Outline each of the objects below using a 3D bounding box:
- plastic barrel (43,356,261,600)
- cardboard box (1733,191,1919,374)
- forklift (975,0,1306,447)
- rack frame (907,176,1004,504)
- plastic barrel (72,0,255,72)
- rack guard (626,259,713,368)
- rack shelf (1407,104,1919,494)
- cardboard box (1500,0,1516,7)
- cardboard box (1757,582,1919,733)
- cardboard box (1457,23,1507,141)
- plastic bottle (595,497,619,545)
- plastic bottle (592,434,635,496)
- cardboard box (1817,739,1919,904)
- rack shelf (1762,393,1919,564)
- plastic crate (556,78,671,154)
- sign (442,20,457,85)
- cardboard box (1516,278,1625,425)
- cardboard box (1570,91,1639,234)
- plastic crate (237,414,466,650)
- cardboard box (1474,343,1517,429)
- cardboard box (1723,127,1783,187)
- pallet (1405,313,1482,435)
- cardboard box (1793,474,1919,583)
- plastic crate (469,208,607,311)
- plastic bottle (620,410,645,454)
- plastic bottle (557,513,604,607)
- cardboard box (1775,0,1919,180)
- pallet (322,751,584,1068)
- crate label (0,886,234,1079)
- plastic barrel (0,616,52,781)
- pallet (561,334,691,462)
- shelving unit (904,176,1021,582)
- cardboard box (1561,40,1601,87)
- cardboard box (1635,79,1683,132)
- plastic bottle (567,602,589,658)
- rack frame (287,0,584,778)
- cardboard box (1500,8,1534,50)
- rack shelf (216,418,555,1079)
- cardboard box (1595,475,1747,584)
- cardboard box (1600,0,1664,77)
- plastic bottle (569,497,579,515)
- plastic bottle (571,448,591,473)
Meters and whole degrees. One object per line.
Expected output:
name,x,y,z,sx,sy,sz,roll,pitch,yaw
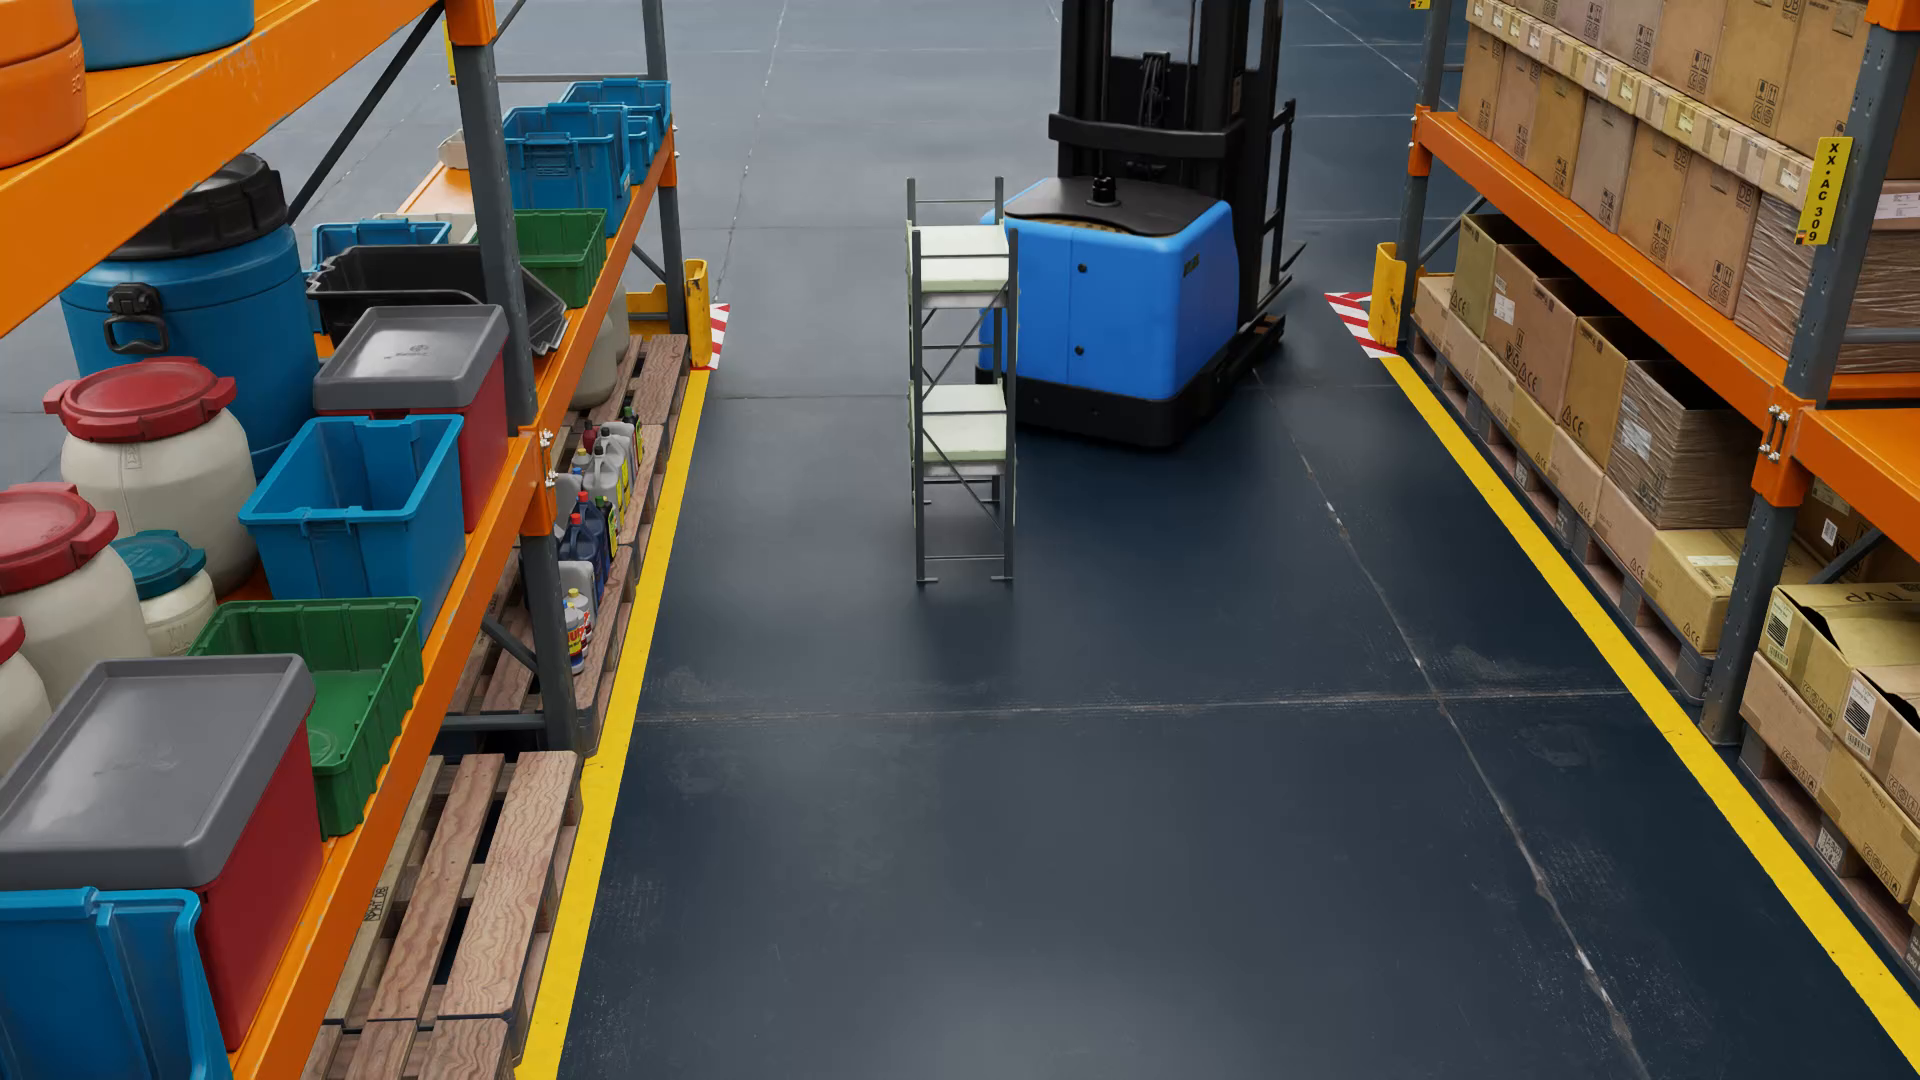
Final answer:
plastic barrel,-1.972,-0.135,4.119,0.433,0.535,0.433,0,28,0
cardboard box,3.114,-0.889,5.603,0.700,0.500,0.500,-2,28,-4
forklift,1.178,-2.396,8.674,1.130,2.935,3.031,13,30,23
rack frame,-0.019,-0.837,7.233,0.400,1.500,0.023,-1,28,-3
plastic barrel,-1.492,-1.241,2.599,0.600,0.901,0.708,-1,28,-3
rack guard,-1.961,-1.227,9.062,1.175,0.500,0.348,-1,28,-3
rack shelf,3.039,-1.245,7.171,1.077,0.370,4.000,-1,28,-3
cardboard box,2.949,-2.866,7.991,0.700,0.500,0.500,-1,28,-2
cardboard box,2.916,0.341,5.265,0.500,0.311,0.500,-1,28,-2
cardboard box,2.946,-2.316,8.338,0.700,0.500,0.500,-1,28,-3
plastic bottle,-1.432,-0.078,6.705,0.097,0.201,0.097,0,28,0
plastic bottle,-1.485,-0.338,7.124,0.152,0.276,0.135,-2,28,-4
cardboard box,2.943,0.821,4.951,0.500,0.250,0.500,-1,28,-1
rack shelf,3.248,0.603,3.629,1.077,0.370,4.000,-1,28,-3
plastic crate,-1.687,-2.079,8.154,0.499,0.251,0.616,-1,28,-3
sign,-2.562,-2.481,8.463,0.100,0.325,0.005,-1,28,-3
cardboard box,2.816,-0.841,7.327,0.500,0.500,0.500,-1,28,-3
cardboard box,3.030,-1.601,6.967,0.700,0.500,0.500,-1,28,-1
plastic crate,-1.435,-0.013,4.049,0.392,0.384,0.575,-1,28,-3
cardboard box,2.796,-0.739,7.943,0.500,0.250,0.500,-1,28,-3
cardboard box,2.888,-1.327,5.742,0.380,0.149,0.250,-2,28,-4
pallet,3.016,-0.899,8.745,1.003,0.211,1.213,-1,28,-3
cardboard box,3.432,-0.161,6.024,0.500,0.500,0.500,-1,28,-3
plastic crate,-1.592,-1.062,6.271,0.450,0.188,0.662,-1,28,-3
plastic bottle,-1.478,-0.486,7.489,0.097,0.201,0.097,0,28,0
plastic bottle,-1.431,0.075,6.252,0.144,0.351,0.185,-1,28,-1
cardboard box,3.114,-1.464,5.303,0.700,0.500,0.500,-1,28,-2
pallet,-1.723,1.076,4.959,1.003,0.211,1.213,-1,28,-3
crate label,-1.376,0.844,2.350,0.502,0.435,0.616,-1,28,-3
plastic barrel,-1.911,0.403,3.086,0.433,0.535,0.433,0,28,0
pallet,-1.924,-0.724,8.409,1.003,0.211,1.213,-1,28,-3
shelving unit,0.000,-0.668,6.909,0.431,1.500,0.755,-1,28,-3
cardboard box,2.809,-2.038,7.104,0.380,0.149,0.250,-2,28,-3
cardboard box,2.851,-1.679,6.415,0.380,0.149,0.250,-1,28,-1
plastic bottle,-1.387,0.319,5.945,0.097,0.201,0.097,0,28,0
rack frame,-1.803,-0.522,5.007,1.000,3.000,0.127,-1,28,-3
cardboard box,2.768,-2.396,7.790,0.380,0.149,0.250,-1,28,-2
rack shelf,-1.699,0.721,3.403,1.077,0.370,4.000,-1,28,-3
cardboard box,2.885,-0.047,6.616,0.500,0.250,0.500,-1,28,-3
cardboard box,3.035,-2.160,6.636,0.700,0.500,0.500,-1,28,-3
plastic bottle,-1.486,-0.044,6.566,0.097,0.271,0.097,0,28,0
plastic bottle,-1.609,-0.293,7.119,0.097,0.201,0.097,0,28,0
